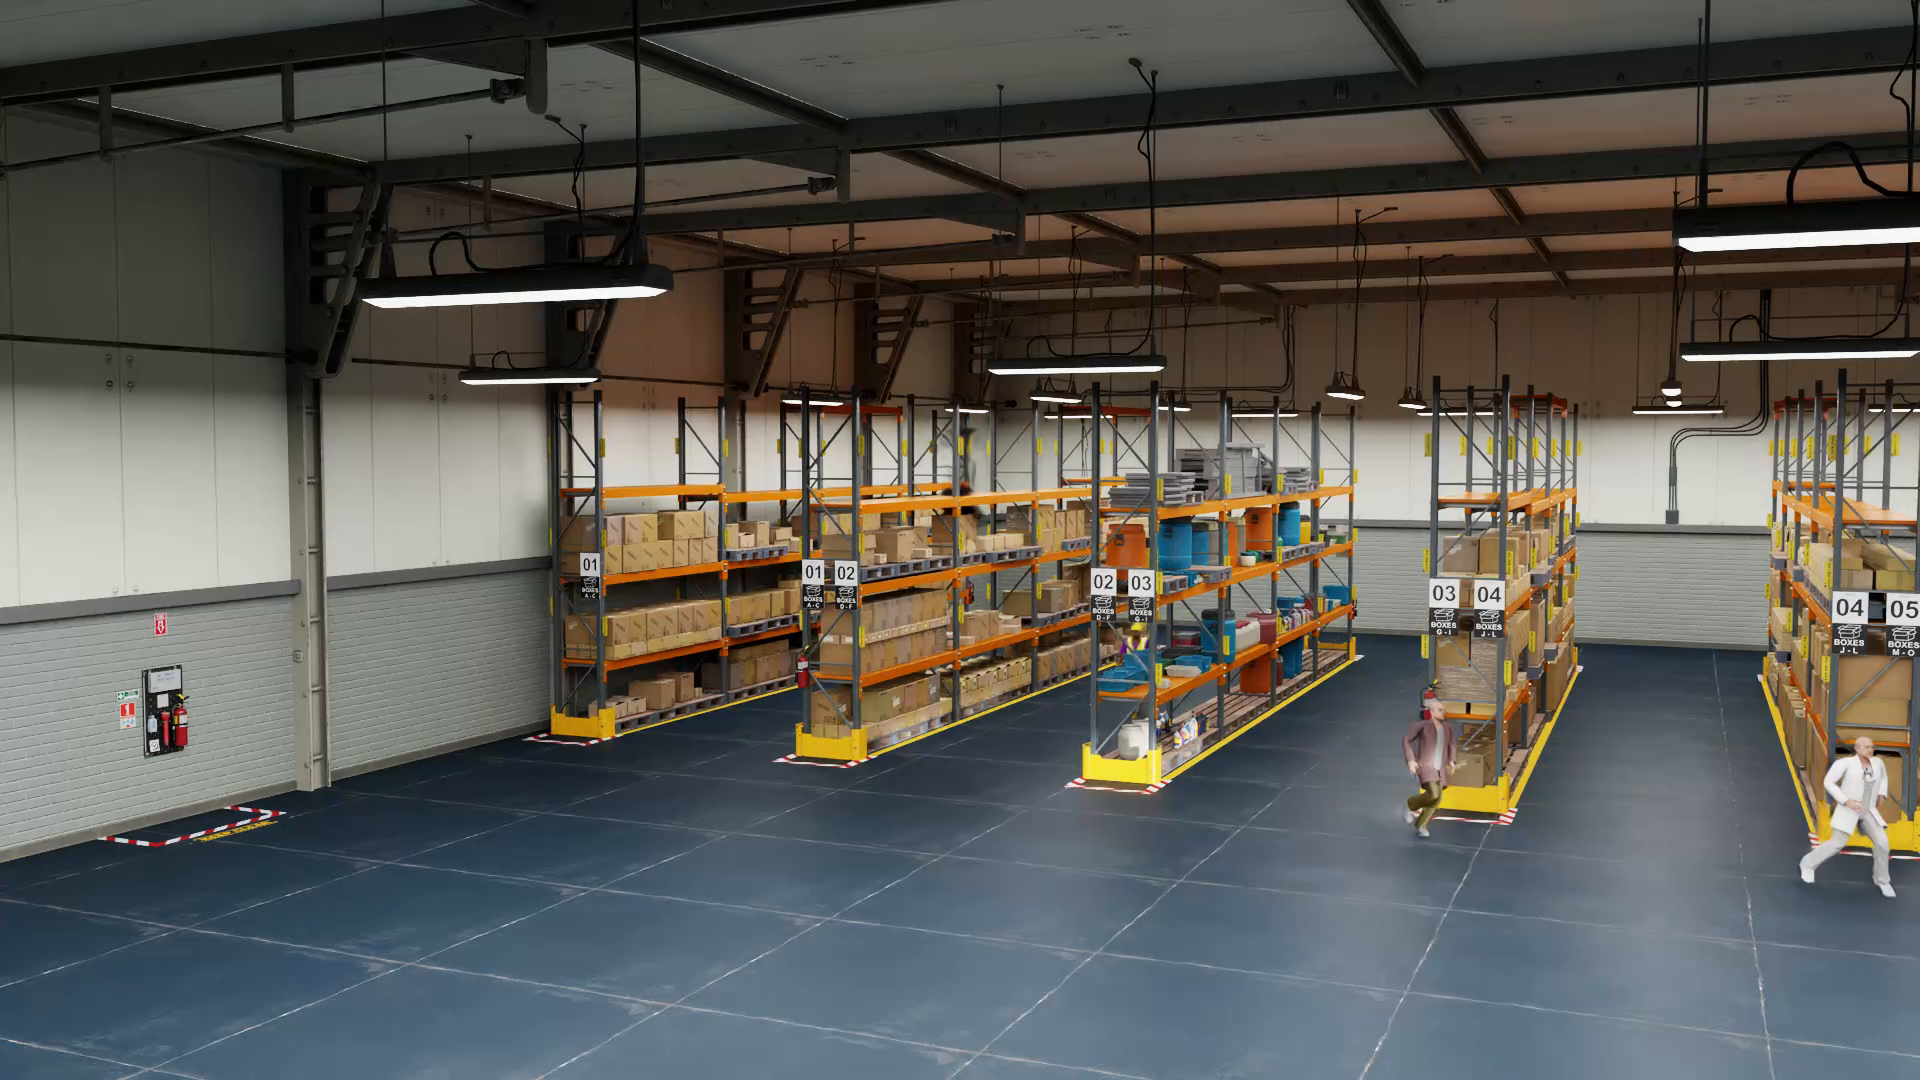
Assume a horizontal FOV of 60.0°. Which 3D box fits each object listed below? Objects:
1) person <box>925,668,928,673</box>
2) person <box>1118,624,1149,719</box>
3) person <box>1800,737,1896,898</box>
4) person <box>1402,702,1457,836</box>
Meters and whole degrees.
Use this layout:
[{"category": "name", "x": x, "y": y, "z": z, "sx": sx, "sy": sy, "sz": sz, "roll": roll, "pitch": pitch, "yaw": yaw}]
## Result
[{"category": "person", "x": -0.761, "y": 2.145, "z": 36.956, "sx": 0.588, "sy": 1.628, "sz": 0.758, "roll": 1, "pitch": 3, "yaw": 15}, {"category": "person", "x": 3.310, "y": 2.418, "z": 30.967, "sx": 0.686, "sy": 1.745, "sz": 0.899, "roll": 1, "pitch": 3, "yaw": 20}, {"category": "person", "x": 10.119, "y": 3.103, "z": 18.842, "sx": 0.937, "sy": 1.778, "sz": 0.832, "roll": 0, "pitch": 3, "yaw": -8}, {"category": "person", "x": 6.148, "y": 2.959, "z": 21.565, "sx": 0.737, "sy": 1.696, "sz": 0.572, "roll": -1, "pitch": 3, "yaw": -20}]
